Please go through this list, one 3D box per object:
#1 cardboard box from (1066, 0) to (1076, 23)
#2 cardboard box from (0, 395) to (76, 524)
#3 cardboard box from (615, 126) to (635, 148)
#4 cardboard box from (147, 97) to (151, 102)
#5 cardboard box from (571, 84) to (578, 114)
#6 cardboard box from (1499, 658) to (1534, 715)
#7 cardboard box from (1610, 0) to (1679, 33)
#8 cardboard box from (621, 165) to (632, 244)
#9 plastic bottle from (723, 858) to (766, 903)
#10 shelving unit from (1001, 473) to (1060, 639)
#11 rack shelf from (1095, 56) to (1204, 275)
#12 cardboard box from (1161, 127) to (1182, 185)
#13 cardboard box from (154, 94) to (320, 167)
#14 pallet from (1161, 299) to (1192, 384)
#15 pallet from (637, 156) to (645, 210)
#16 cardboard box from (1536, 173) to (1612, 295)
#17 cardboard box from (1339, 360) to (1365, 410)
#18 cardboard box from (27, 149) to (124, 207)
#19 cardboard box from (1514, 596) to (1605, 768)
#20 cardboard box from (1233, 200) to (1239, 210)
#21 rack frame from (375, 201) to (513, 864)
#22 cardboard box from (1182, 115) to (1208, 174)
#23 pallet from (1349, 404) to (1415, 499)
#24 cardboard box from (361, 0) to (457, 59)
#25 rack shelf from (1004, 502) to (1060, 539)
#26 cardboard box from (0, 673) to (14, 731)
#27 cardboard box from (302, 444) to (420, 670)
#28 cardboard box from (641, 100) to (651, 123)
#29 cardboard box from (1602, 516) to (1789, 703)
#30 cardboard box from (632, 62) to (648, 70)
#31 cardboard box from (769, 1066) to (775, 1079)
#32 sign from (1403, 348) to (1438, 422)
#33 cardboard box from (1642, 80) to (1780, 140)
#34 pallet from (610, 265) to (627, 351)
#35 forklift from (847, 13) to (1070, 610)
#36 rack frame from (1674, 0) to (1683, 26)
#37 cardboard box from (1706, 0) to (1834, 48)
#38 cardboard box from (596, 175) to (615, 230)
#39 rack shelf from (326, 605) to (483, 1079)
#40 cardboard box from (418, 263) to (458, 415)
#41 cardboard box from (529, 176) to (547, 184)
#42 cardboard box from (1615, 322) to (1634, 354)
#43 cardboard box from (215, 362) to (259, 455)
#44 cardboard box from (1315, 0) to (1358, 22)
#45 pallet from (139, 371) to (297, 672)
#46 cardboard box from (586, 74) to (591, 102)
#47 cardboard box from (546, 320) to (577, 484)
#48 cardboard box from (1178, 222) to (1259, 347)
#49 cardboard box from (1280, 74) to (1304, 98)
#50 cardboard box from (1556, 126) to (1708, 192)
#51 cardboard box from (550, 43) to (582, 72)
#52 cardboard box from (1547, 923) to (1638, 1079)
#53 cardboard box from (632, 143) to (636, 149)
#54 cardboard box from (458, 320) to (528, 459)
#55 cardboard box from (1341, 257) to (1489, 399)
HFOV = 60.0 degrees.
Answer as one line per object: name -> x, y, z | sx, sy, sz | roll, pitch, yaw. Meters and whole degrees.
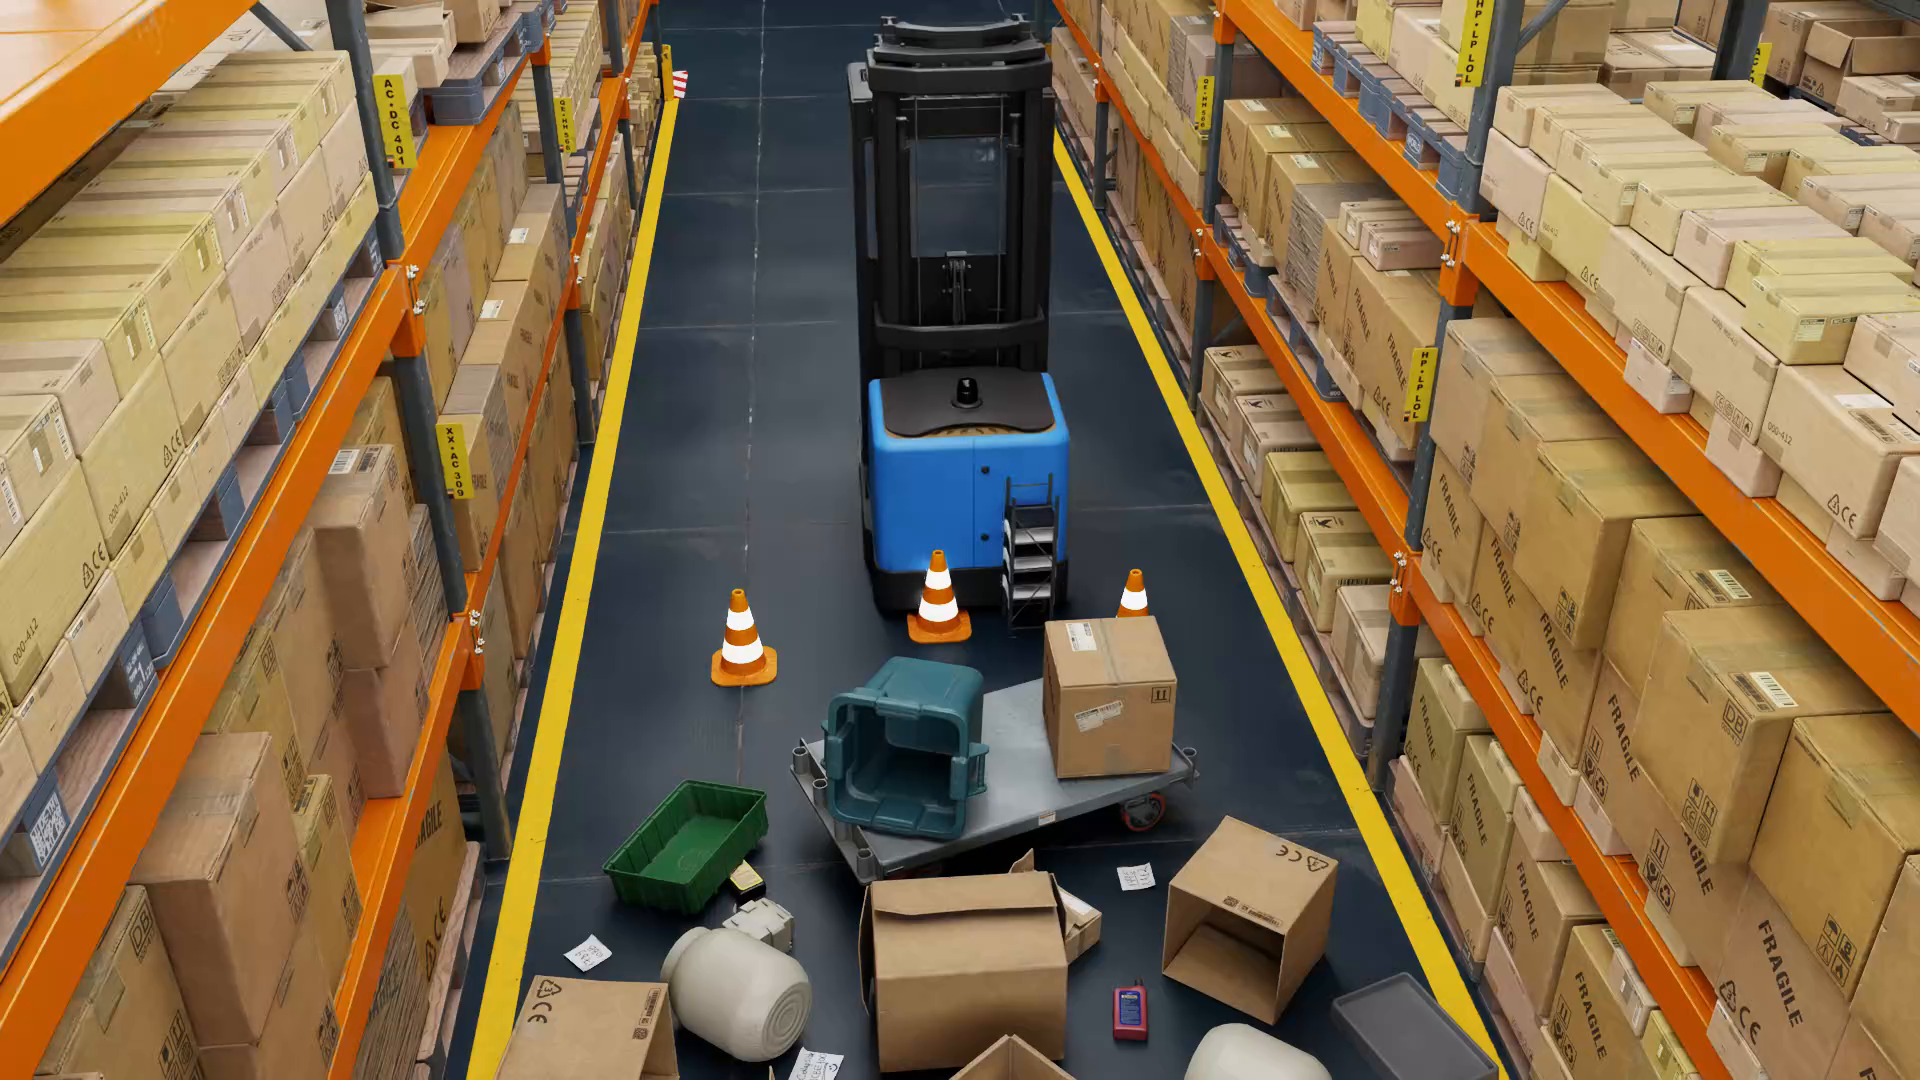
cardboard box -> 1.260, -5.029, 15.147 | 0.500, 0.500, 0.500 | -3, 31, -5
cardboard box -> -1.909, -0.146, 3.105 | 0.380, 0.149, 0.250 | -2, 31, -4
cardboard box -> -3.039, -3.495, 14.467 | 0.380, 0.149, 0.250 | -1, 31, -2
cardboard box -> -8.428, -4.756, 16.449 | 0.875, 0.875, 0.875 | -3, 31, -5
cardboard box -> -2.840, -3.026, 11.436 | 0.380, 0.149, 0.250 | -3, 31, -5
cardboard box -> 2.249, 0.514, 6.209 | 0.380, 0.149, 0.250 | -2, 31, -3
cardboard box -> 2.708, -2.348, 7.080 | 0.500, 0.250, 0.500 | -3, 31, -6
cardboard box -> -2.926, -2.696, 13.366 | 0.500, 0.500, 0.500 | -3, 31, -6
plastic bottle -> -0.970, 1.460, 7.245 | 0.133, 0.061, 0.283 | -20, 36, -30
shelving unit -> 0.365, 0.092, 8.704 | 0.258, 0.900, 0.210 | -4, 36, -6
rack shelf -> 1.859, -2.913, 12.403 | 1.077, 0.370, 4.000 | -3, 31, -5
cardboard box -> 1.677, -2.642, 11.395 | 0.500, 0.250, 0.500 | -2, 31, -4
cardboard box -> -2.101, -1.187, 4.847 | 0.380, 0.149, 0.250 | -3, 31, -5
pallet -> 2.048, -1.410, 11.904 | 1.003, 0.211, 1.213 | -3, 31, -5
pallet -> -3.344, -3.098, 14.731 | 1.003, 0.211, 1.213 | -3, 31, -5
cardboard box -> 2.246, -1.009, 5.445 | 0.500, 0.250, 0.500 | -3, 31, -5
cardboard box -> 2.030, -0.746, 7.909 | 0.380, 0.149, 0.250 | -3, 31, -5
cardboard box -> -2.683, -0.923, 4.795 | 0.500, 0.250, 0.500 | -3, 31, -5
cardboard box -> 2.288, 0.421, 5.732 | 0.500, 0.500, 0.500 | -3, 31, -5
cardboard box -> 1.892, -2.098, 10.173 | 0.380, 0.149, 0.250 | -4, 31, -7
rack frame -> -2.499, 0.130, 6.607 | 1.000, 3.000, 0.127 | -3, 31, -5
cardboard box -> 1.748, -2.586, 10.813 | 0.500, 0.250, 0.500 | -3, 31, -5
pallet -> 2.494, -0.473, 7.804 | 1.003, 0.211, 1.213 | -3, 31, -5
cardboard box -> -2.463, -2.289, 7.355 | 0.396, 0.266, 0.258 | -3, 31, -5
rack shelf -> 0.367, -0.100, 8.566 | 0.258, 0.077, 0.200 | -4, 36, -6
cardboard box -> -1.915, 0.339, 2.681 | 0.500, 0.250, 0.500 | -3, 31, -5
cardboard box -> -2.331, 0.067, 5.513 | 0.875, 0.550, 0.550 | -3, 31, -5
cardboard box -> -3.116, -4.025, 15.643 | 0.380, 0.149, 0.250 | -2, 31, -4
cardboard box -> 2.430, 0.258, 5.030 | 0.700, 0.500, 0.500 | -3, 31, -5
cardboard box -> -3.240, -4.558, 16.246 | 0.380, 0.149, 0.250 | -4, 31, -7
cardboard box -> -0.505, 2.093, 5.986 | 0.396, 0.266, 0.258 | 2, 31, 4
sign -> 1.868, -0.627, 6.746 | 0.100, 0.325, 0.005 | -3, 31, -5
cardboard box -> 2.667, -1.529, 5.928 | 0.380, 0.149, 0.250 | -2, 31, -4
pallet -> -3.055, -1.735, 12.449 | 1.003, 0.211, 1.213 | -3, 31, -5
forklift -> -0.060, -1.610, 9.587 | 1.130, 2.935, 3.031 | -3, 31, -4
rack frame -> 6.614, -4.483, 14.330 | 1.000, 3.000, 0.127 | -3, 31, -5
cardboard box -> 6.485, -4.184, 13.322 | 0.700, 0.500, 0.500 | -2, 31, -4
cardboard box -> -2.827, -2.483, 12.278 | 0.500, 0.250, 0.500 | -4, 31, -7
rack shelf -> -2.312, 1.460, 5.082 | 1.077, 0.370, 4.000 | -3, 31, -5
cardboard box -> -2.601, -0.858, 7.188 | 0.700, 0.500, 0.500 | -3, 31, -5
cardboard box -> -2.713, -2.223, 10.381 | 0.380, 0.149, 0.250 | -3, 31, -5
cardboard box -> 2.305, -0.643, 5.222 | 0.380, 0.149, 0.250 | -4, 31, -6
cardboard box -> -2.003, -0.323, 4.179 | 0.380, 0.149, 0.250 | -3, 31, -5
cardboard box -> 2.217, -2.755, 8.412 | 0.797, 0.503, 0.637 | -3, 31, -5
pallet -> -2.322, -0.080, 4.120 | 1.003, 0.211, 1.213 | -3, 31, -5
cardboard box -> -2.911, -3.304, 12.191 | 0.380, 0.149, 0.250 | -4, 31, -7
cardboard box -> -2.905, -0.811, 9.967 | 1.050, 0.750, 0.750 | -3, 31, -5
cardboard box -> 2.065, -1.825, 11.544 | 0.875, 0.875, 0.875 | -3, 31, -5
cardboard box -> 2.244, -2.936, 10.668 | 0.500, 0.500, 0.500 | -4, 31, -6
cardboard box -> 2.194, -1.238, 5.439 | 0.380, 0.149, 0.250 | -4, 31, -6
cardboard box -> -2.893, -3.421, 11.807 | 0.380, 0.149, 0.250 | -4, 31, -7
cardboard box -> 2.367, 1.641, 5.618 | 0.500, 0.500, 0.500 | -3, 31, -6
cardboard box -> -3.134, -3.499, 15.054 | 0.380, 0.149, 0.250 | -3, 31, -6
cardboard box -> -2.372, -0.707, 7.911 | 0.500, 0.500, 0.500 | -3, 31, -5
cardboard box -> 2.101, -0.987, 7.681 | 0.500, 0.500, 0.500 | -3, 31, -4
